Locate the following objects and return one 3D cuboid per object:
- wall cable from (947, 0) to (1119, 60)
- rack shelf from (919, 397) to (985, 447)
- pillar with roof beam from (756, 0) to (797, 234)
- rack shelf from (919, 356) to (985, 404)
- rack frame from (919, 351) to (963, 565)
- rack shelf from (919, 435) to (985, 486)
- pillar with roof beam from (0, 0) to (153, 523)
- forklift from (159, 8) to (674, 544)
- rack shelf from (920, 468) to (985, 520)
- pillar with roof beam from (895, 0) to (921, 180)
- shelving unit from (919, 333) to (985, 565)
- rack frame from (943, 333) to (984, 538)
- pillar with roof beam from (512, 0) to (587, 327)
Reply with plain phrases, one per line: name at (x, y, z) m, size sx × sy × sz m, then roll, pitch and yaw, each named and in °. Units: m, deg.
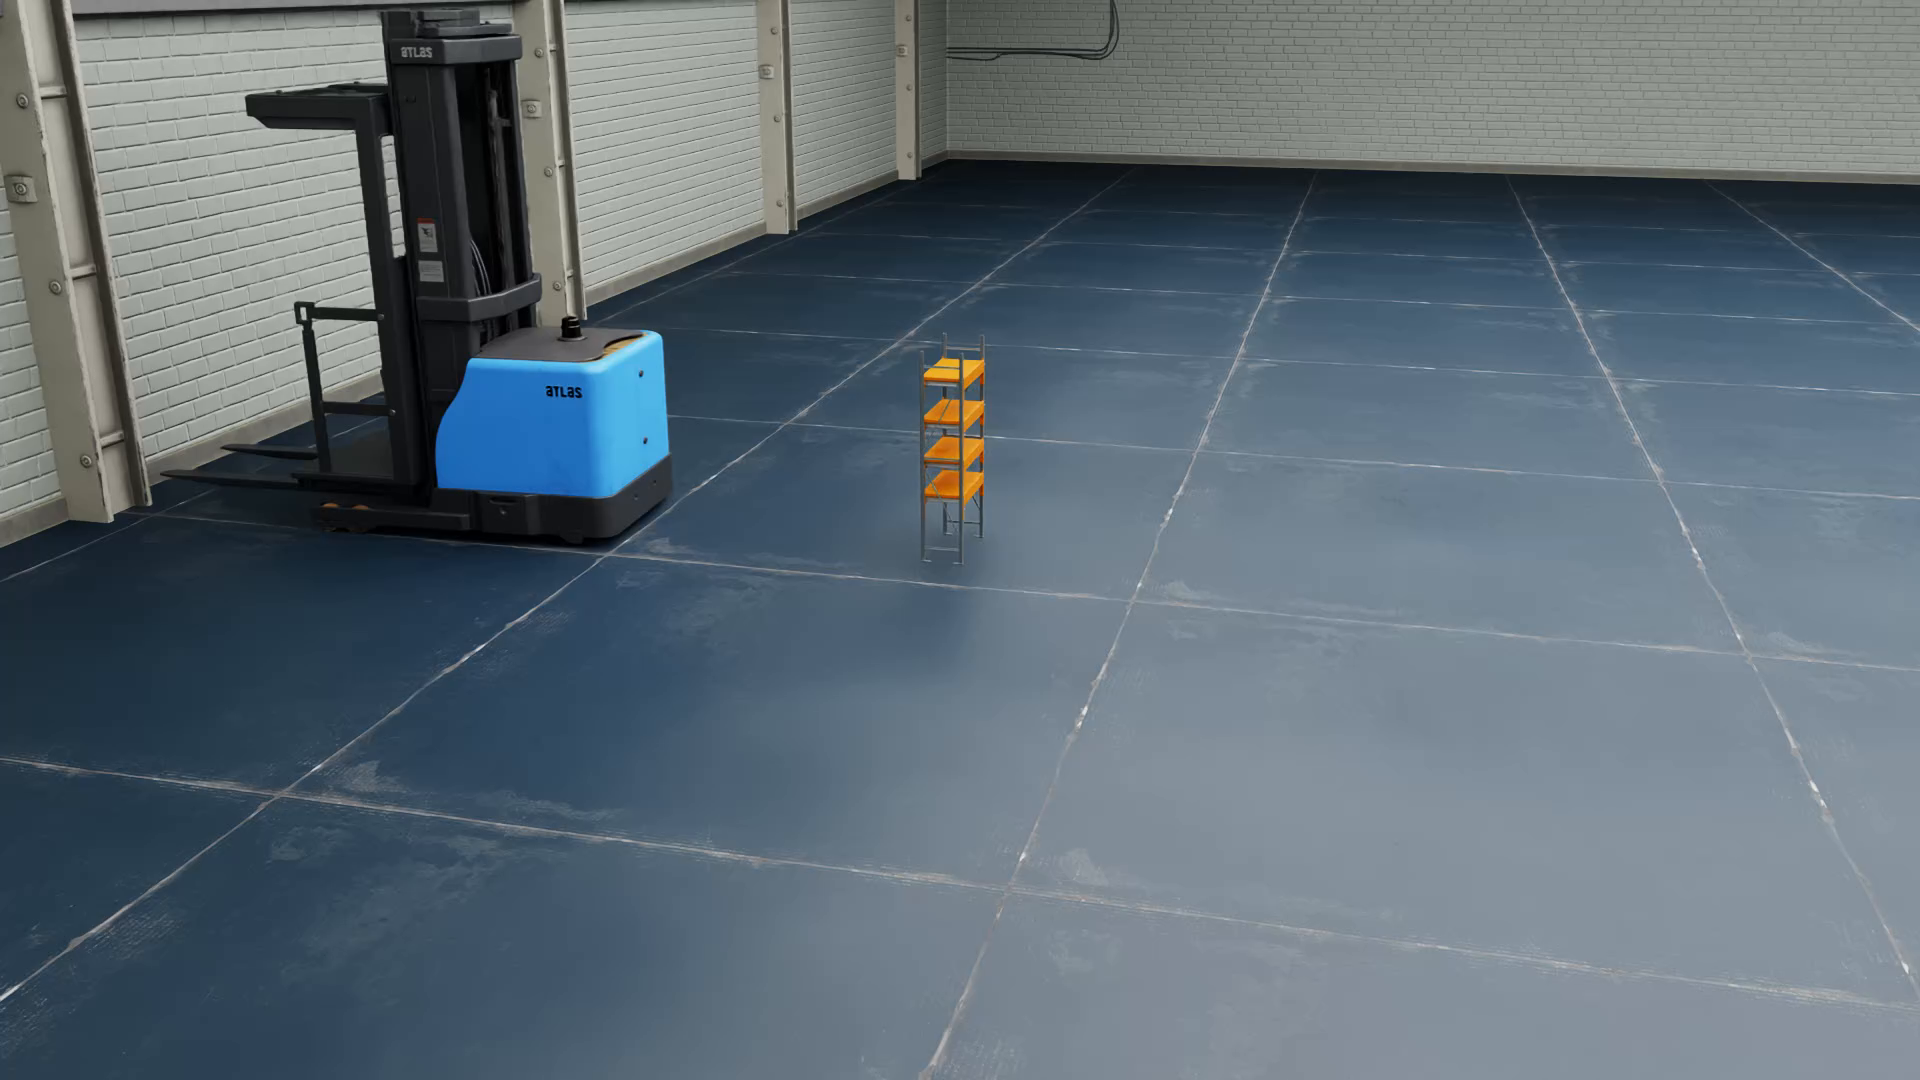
wall cable at (1.183, -9.426, 28.165) m, size 3.097 × 2.526 × 0.112 m, roll 5°, pitch 19°, yaw 13°
rack shelf at (-0.040, -0.664, 9.291) m, size 0.258 × 0.148 × 0.480 m, roll 5°, pitch 19°, yaw 13°
pillar with roof beam at (1.889, -7.856, 18.764) m, size 9.100 × 9.000 × 0.400 m, roll 5°, pitch 19°, yaw 13°
rack shelf at (-0.040, -0.888, 9.215) m, size 0.258 × 0.148 × 0.480 m, roll 5°, pitch 19°, yaw 13°
rack frame at (-0.100, -0.439, 9.118) m, size 0.240 × 1.200 × 0.015 m, roll 5°, pitch 19°, yaw 13°
rack shelf at (-0.040, -0.452, 9.363) m, size 0.258 × 0.148 × 0.480 m, roll 5°, pitch 19°, yaw 13°
pillar with roof beam at (-1.042, -4.094, 7.753) m, size 9.100 × 9.000 × 0.400 m, roll 5°, pitch 19°, yaw 13°
forklift at (-3.357, -1.587, 9.800) m, size 3.031 × 2.935 × 1.130 m, roll 4°, pitch 19°, yaw 11°
rack shelf at (-0.040, -0.264, 9.428) m, size 0.258 × 0.148 × 0.480 m, roll 5°, pitch 19°, yaw 13°
pillar with roof beam at (3.355, -9.736, 24.270) m, size 9.100 × 9.000 × 0.400 m, roll 5°, pitch 19°, yaw 13°
shelving unit at (-0.040, -0.516, 9.342) m, size 0.258 × 1.200 × 0.503 m, roll 5°, pitch 19°, yaw 13°
rack frame at (0.019, -0.592, 9.566) m, size 0.240 × 1.200 × 0.015 m, roll 5°, pitch 19°, yaw 13°
pillar with roof beam at (0.424, -5.975, 13.259) m, size 9.100 × 9.000 × 0.400 m, roll 5°, pitch 19°, yaw 13°
